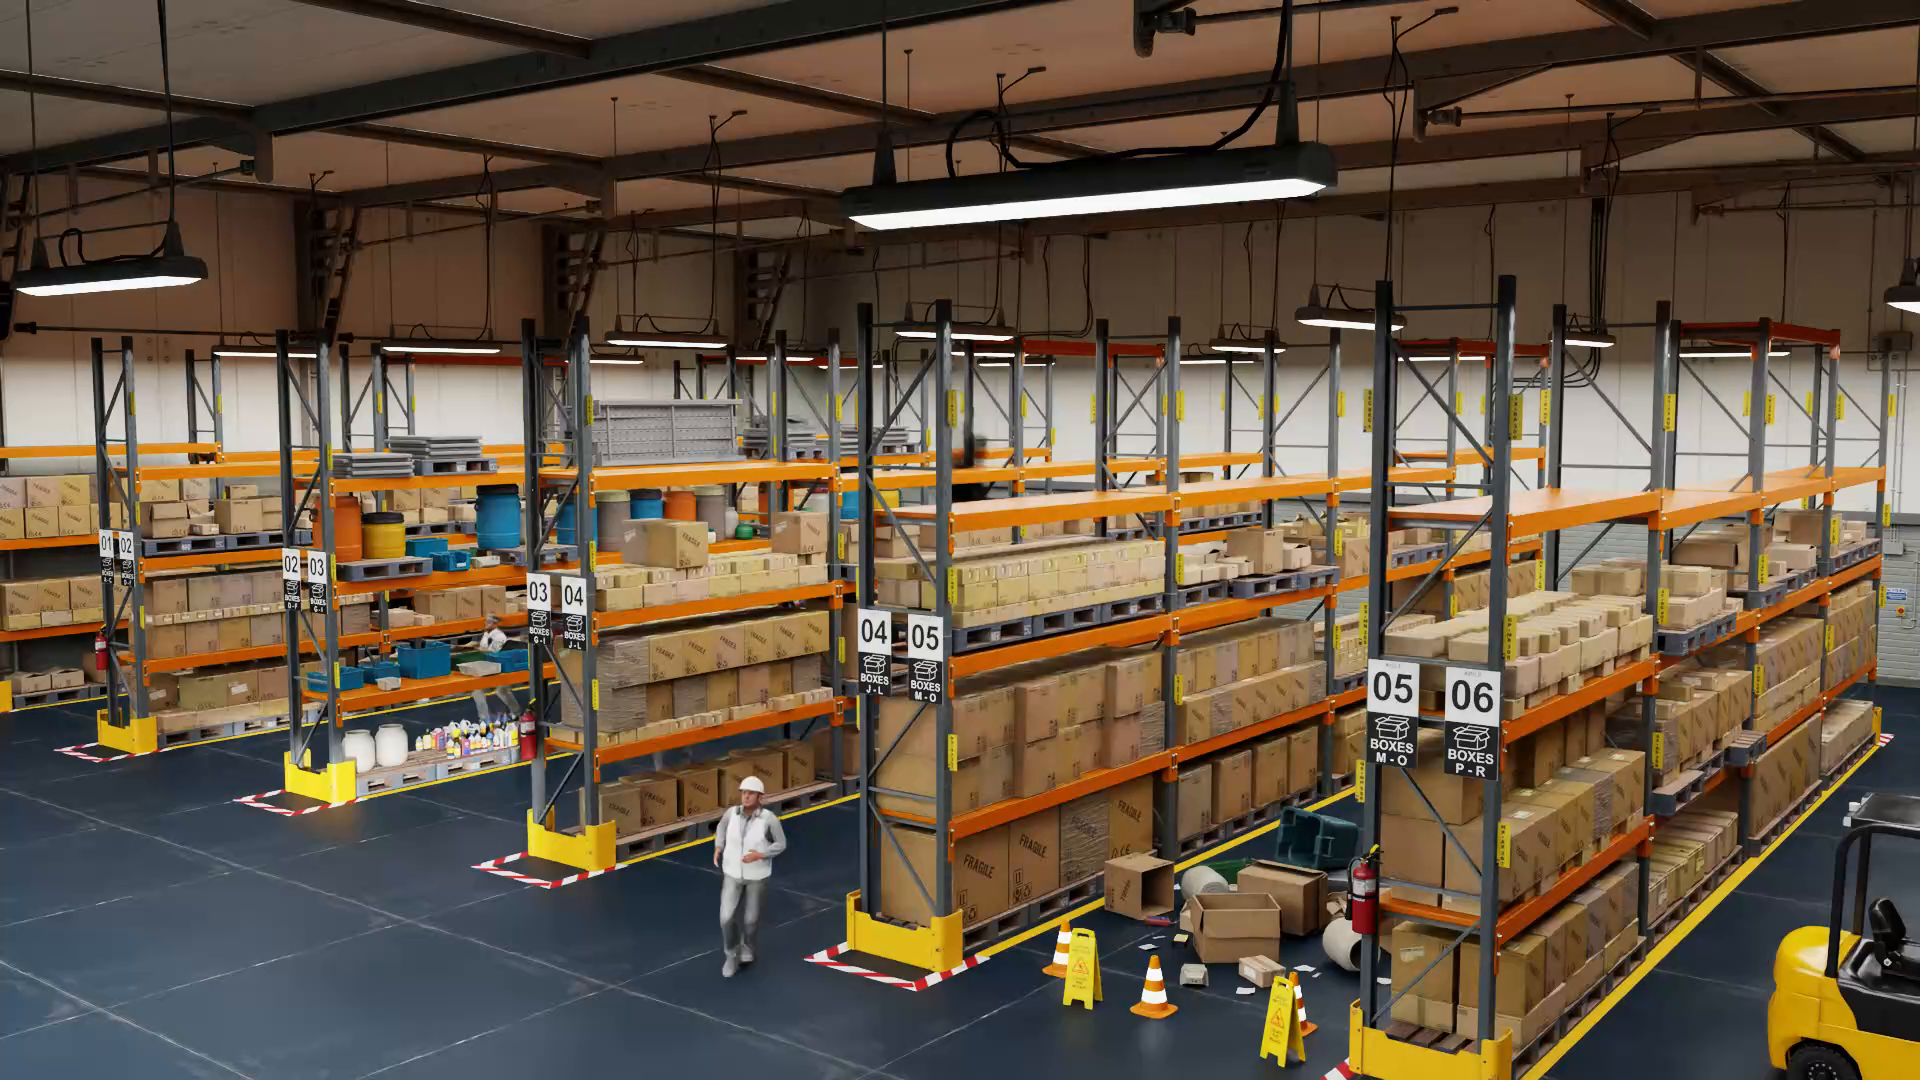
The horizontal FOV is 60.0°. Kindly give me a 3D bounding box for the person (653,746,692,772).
[{"bbox_3d":[-3.970,2.370,22.515,0.600,1.684,0.747,3,6,29],"label":"person"}]

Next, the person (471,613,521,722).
[{"bbox_3d":[-7.233,2.040,26.033,0.636,1.847,0.818,4,6,36],"label":"person"}]

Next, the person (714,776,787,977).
[{"bbox_3d":[-1.882,3.007,14.872,0.682,1.813,0.642,1,5,7],"label":"person"}]
